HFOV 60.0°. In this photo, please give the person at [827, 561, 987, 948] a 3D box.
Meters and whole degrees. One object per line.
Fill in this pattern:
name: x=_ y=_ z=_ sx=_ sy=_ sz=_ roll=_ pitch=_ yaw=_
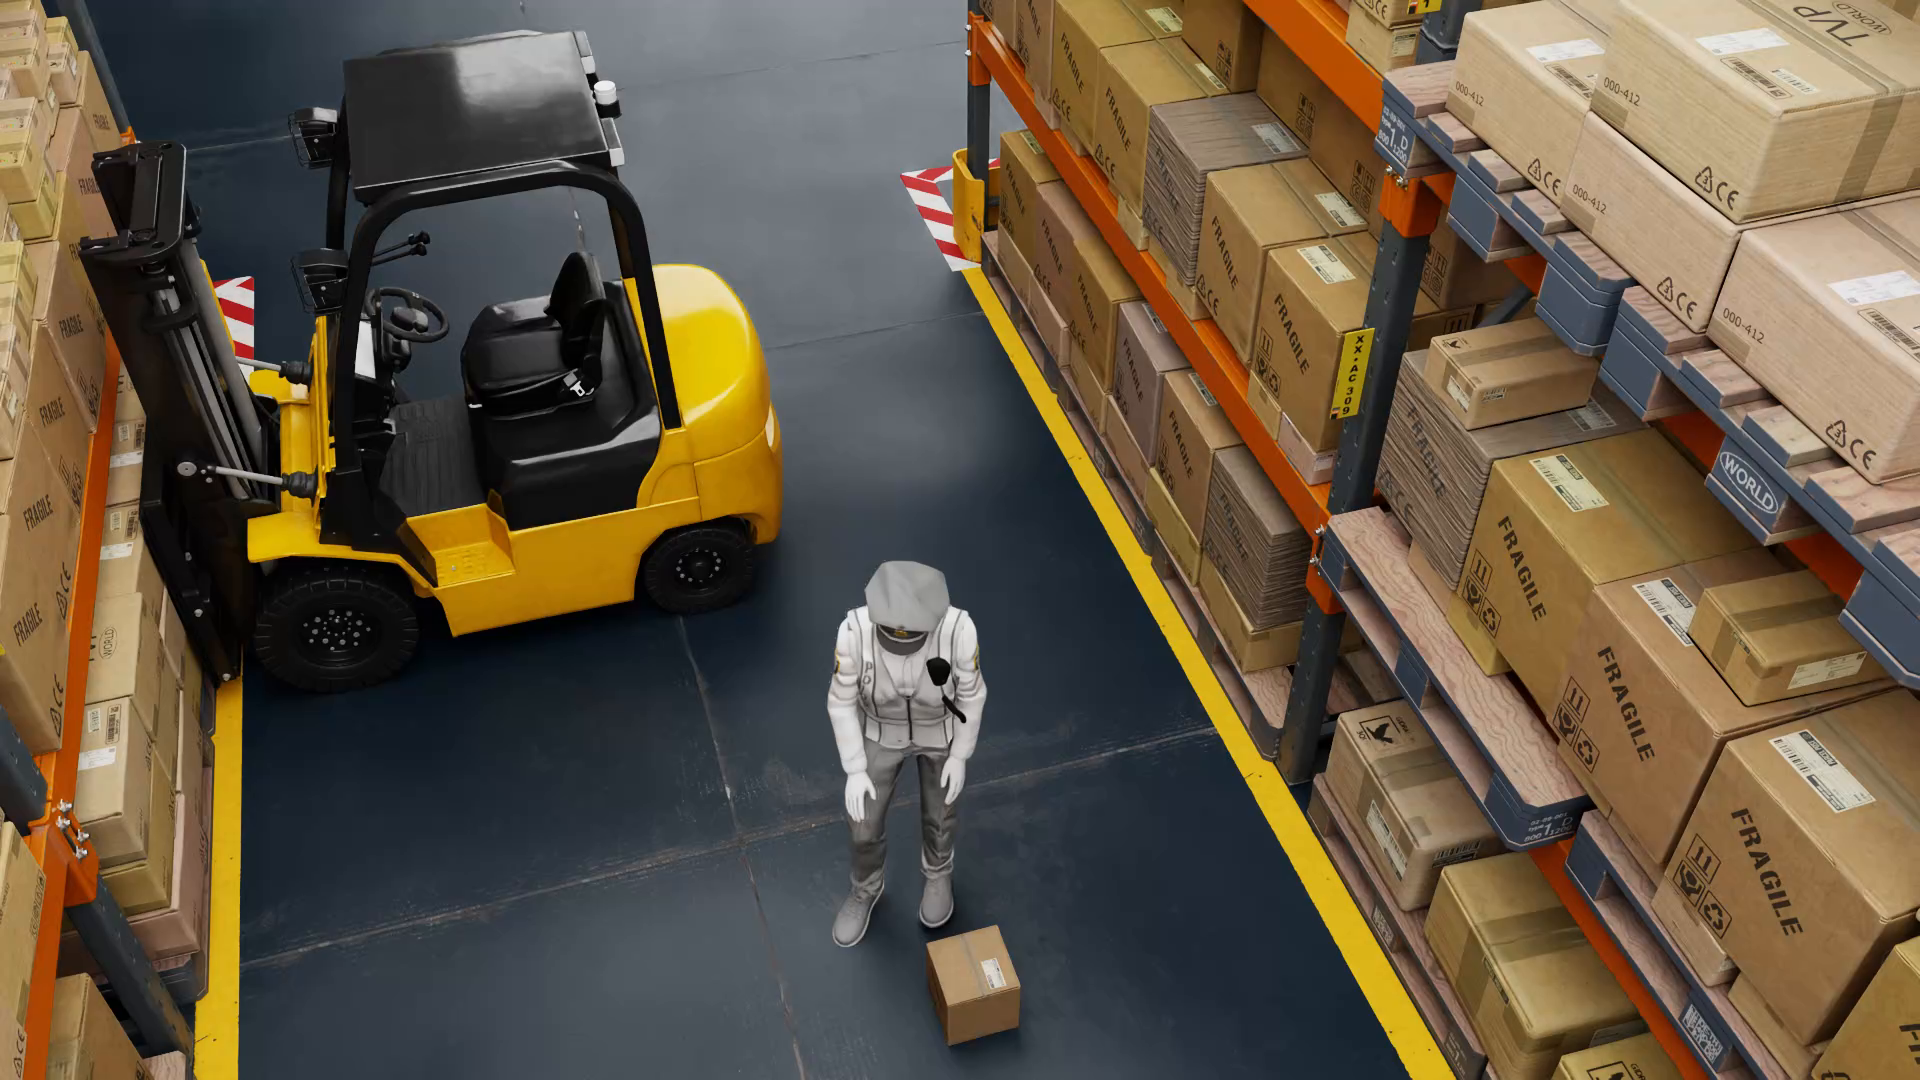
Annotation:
person: x=-0.183 y=0.702 z=5.391 sx=0.537 sy=1.681 sz=0.518 roll=0 pitch=42 yaw=0
